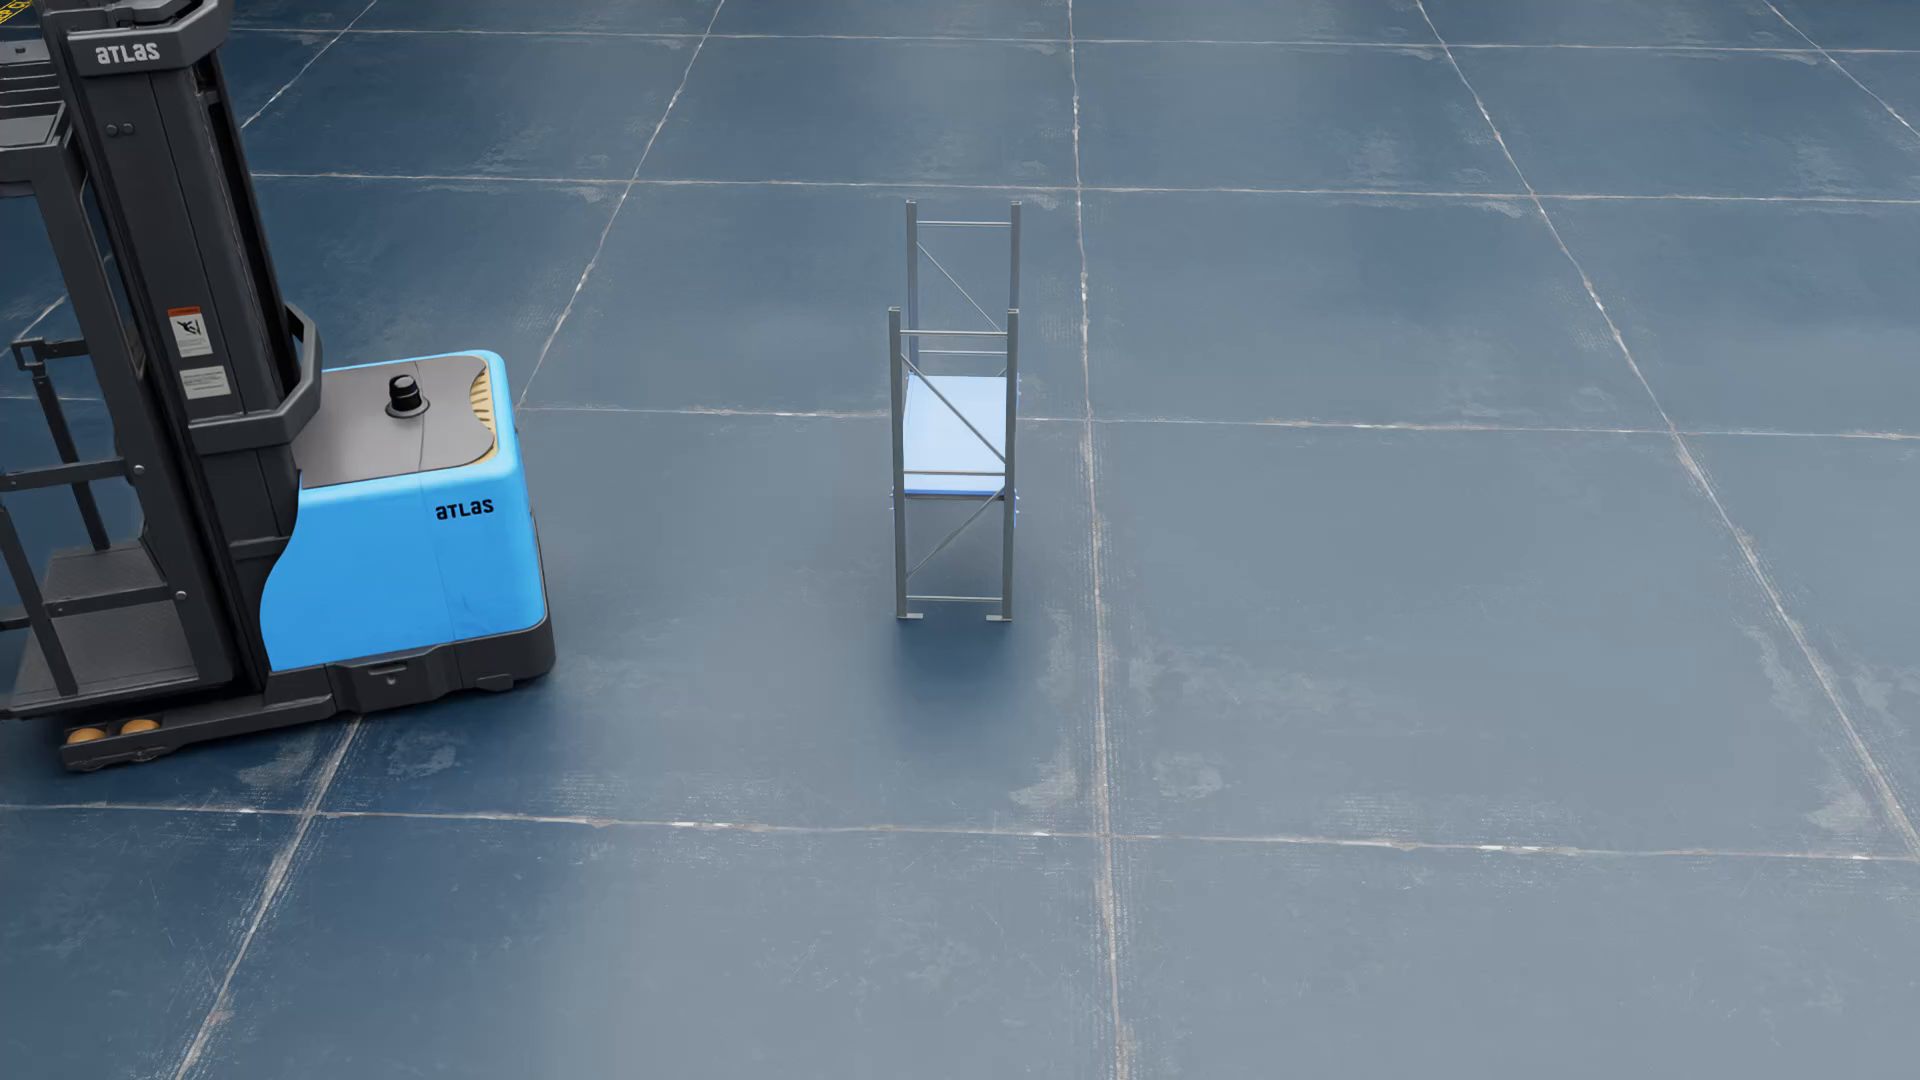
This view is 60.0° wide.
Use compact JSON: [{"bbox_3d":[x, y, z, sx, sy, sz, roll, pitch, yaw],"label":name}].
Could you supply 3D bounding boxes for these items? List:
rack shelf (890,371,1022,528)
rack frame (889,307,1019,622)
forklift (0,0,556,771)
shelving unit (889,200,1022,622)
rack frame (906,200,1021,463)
[{"bbox_3d":[-0.003,-0.417,7.352,0.538,0.185,1.000,1,35,2],"label":"rack shelf"},{"bbox_3d":[-0.024,-0.273,6.833,0.500,1.500,0.032,1,35,2],"label":"rack frame"},{"bbox_3d":[-3.255,-0.640,6.112,3.031,2.935,1.130,-9,36,-13],"label":"forklift"},{"bbox_3d":[-0.003,-0.565,7.249,0.538,1.500,1.048,1,35,2],"label":"shelving unit"},{"bbox_3d":[0.017,-0.857,7.665,0.500,1.500,0.032,1,35,2],"label":"rack frame"}]
